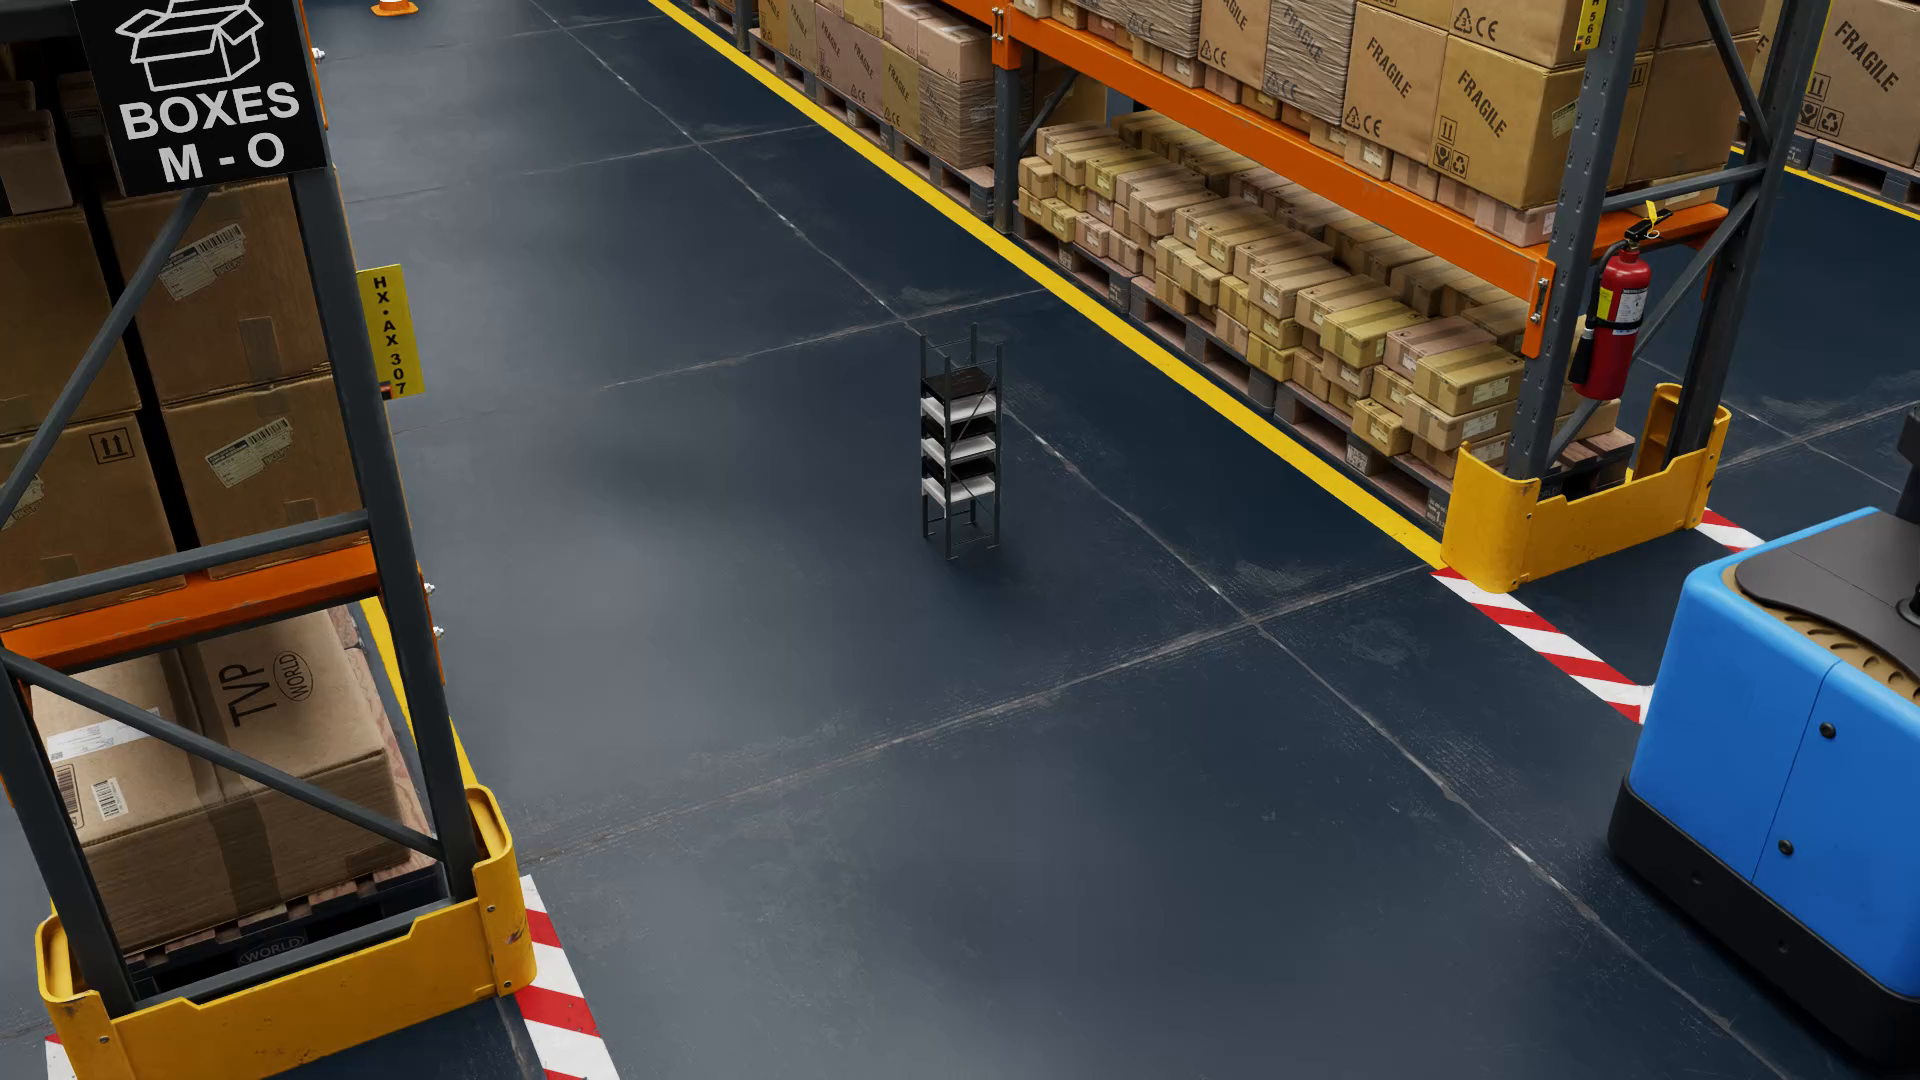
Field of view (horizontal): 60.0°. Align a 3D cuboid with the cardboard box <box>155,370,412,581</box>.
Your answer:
[{"bbox_3d":[-1.776,-0.285,4.321,0.500,0.500,0.500,-16,36,-23],"label":"cardboard box"}]

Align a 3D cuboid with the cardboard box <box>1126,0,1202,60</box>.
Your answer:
[{"bbox_3d":[1.109,-2.527,7.546,0.500,0.500,0.500,-17,36,-24],"label":"cardboard box"}]

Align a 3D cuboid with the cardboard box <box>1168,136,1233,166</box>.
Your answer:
[{"bbox_3d":[1.334,-2.037,8.851,0.380,0.149,0.250,-16,36,-24],"label":"cardboard box"}]

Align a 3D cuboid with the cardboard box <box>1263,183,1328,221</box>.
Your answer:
[{"bbox_3d":[1.730,-1.662,8.266,0.380,0.149,0.250,-17,36,-25],"label":"cardboard box"}]

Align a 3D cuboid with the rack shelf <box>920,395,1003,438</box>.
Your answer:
[{"bbox_3d":[0.004,-0.499,6.422,0.258,0.077,0.200,-16,36,-23],"label":"rack shelf"}]

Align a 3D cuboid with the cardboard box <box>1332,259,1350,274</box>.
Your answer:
[{"bbox_3d":[1.844,-1.262,7.917,0.380,0.149,0.250,-14,35,-21],"label":"cardboard box"}]

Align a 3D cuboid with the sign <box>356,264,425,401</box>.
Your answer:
[{"bbox_3d":[-1.312,-0.476,3.836,0.100,0.325,0.005,-16,36,-23],"label":"sign"}]

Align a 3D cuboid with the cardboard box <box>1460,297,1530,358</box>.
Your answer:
[{"bbox_3d":[2.347,-0.898,7.074,0.380,0.149,0.250,-15,36,-22],"label":"cardboard box"}]

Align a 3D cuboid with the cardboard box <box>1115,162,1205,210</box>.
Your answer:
[{"bbox_3d":[1.018,-1.781,8.451,0.380,0.149,0.250,-17,36,-24],"label":"cardboard box"}]

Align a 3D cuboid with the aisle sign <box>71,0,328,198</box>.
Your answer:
[{"bbox_3d":[-1.516,-1.075,3.237,0.394,0.787,0.004,-16,36,-23],"label":"aisle sign"}]

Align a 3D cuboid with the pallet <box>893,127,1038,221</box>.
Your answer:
[{"bbox_3d":[0.297,-2.341,10.208,1.003,0.211,1.213,-16,36,-23],"label":"pallet"}]

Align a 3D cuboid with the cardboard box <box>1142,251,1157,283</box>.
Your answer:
[{"bbox_3d":[1.151,-1.405,8.415,0.380,0.149,0.250,-17,37,-25],"label":"cardboard box"}]

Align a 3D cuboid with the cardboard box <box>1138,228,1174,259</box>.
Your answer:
[{"bbox_3d":[1.121,-1.520,8.319,0.380,0.149,0.250,-14,35,-21],"label":"cardboard box"}]

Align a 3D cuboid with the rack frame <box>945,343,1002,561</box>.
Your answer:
[{"bbox_3d":[0.051,-0.327,6.425,0.240,0.900,0.006,-16,36,-23],"label":"rack frame"}]

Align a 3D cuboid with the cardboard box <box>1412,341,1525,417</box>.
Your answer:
[{"bbox_3d":[2.055,-0.650,6.687,0.380,0.149,0.250,-15,36,-23],"label":"cardboard box"}]

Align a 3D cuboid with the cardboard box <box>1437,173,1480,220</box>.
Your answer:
[{"bbox_3d":[2.041,-1.341,6.296,0.380,0.149,0.250,-16,36,-23],"label":"cardboard box"}]

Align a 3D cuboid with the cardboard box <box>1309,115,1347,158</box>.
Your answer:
[{"bbox_3d":[1.675,-1.706,6.866,0.380,0.149,0.250,-18,37,-25],"label":"cardboard box"}]

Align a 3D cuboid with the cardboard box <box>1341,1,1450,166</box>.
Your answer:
[{"bbox_3d":[1.853,-1.799,6.409,0.500,0.500,0.500,-16,36,-24],"label":"cardboard box"}]

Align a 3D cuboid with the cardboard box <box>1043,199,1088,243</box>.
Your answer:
[{"bbox_3d":[0.671,-1.738,8.936,0.380,0.149,0.250,-15,35,-22],"label":"cardboard box"}]

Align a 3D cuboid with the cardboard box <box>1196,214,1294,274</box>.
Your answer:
[{"bbox_3d":[1.344,-1.402,7.859,0.380,0.149,0.250,-16,36,-23],"label":"cardboard box"}]

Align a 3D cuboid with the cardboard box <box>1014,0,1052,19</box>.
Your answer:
[{"bbox_3d":[0.504,-2.820,8.604,0.380,0.149,0.250,-15,35,-21],"label":"cardboard box"}]

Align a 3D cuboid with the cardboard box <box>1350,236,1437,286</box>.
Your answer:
[{"bbox_3d":[2.033,-1.283,7.674,0.380,0.149,0.250,-14,35,-21],"label":"cardboard box"}]

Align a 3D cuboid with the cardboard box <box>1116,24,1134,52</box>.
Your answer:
[{"bbox_3d":[0.982,-2.471,8.058,0.380,0.149,0.250,-18,37,-25],"label":"cardboard box"}]

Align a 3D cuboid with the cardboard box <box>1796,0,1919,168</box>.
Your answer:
[{"bbox_3d":[5.753,-2.860,10.014,0.875,0.875,0.875,-16,36,-23],"label":"cardboard box"}]

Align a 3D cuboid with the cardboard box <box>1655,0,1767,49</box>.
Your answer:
[{"bbox_3d":[2.552,-2.104,5.958,0.500,0.500,0.500,-16,36,-23],"label":"cardboard box"}]

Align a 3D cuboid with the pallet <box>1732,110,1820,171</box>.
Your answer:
[{"bbox_3d":[5.381,-2.786,10.903,1.003,0.211,1.213,-16,36,-23],"label":"pallet"}]

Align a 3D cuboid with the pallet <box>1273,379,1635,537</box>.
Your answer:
[{"bbox_3d":[2.143,-0.493,7.324,1.003,0.211,1.213,-16,36,-23],"label":"pallet"}]

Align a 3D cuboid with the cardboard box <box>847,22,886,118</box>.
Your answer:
[{"bbox_3d":[-0.381,-3.048,10.656,0.500,0.500,0.500,-17,36,-24],"label":"cardboard box"}]

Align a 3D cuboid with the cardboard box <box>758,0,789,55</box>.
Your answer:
[{"bbox_3d":[-1.100,-3.775,11.790,0.500,0.500,0.500,-17,37,-25],"label":"cardboard box"}]

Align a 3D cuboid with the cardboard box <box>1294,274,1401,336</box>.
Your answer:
[{"bbox_3d":[1.691,-1.016,7.257,0.380,0.149,0.250,-17,37,-25],"label":"cardboard box"}]

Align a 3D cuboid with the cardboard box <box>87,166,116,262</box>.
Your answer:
[{"bbox_3d":[-2.025,-0.950,4.433,0.500,0.500,0.500,-17,36,-24],"label":"cardboard box"}]

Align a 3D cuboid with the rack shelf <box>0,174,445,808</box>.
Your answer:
[{"bbox_3d":[-2.738,-0.593,5.562,1.077,0.370,4.000,-16,36,-23],"label":"rack shelf"}]

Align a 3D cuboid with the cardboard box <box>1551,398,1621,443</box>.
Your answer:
[{"bbox_3d":[2.565,-0.542,7.068,0.380,0.149,0.250,-15,36,-22],"label":"cardboard box"}]

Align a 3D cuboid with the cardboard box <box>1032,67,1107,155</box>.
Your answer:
[{"bbox_3d":[0.551,-2.687,10.092,0.500,0.500,0.500,-14,35,-21],"label":"cardboard box"}]

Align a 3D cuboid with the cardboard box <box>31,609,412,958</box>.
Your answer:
[{"bbox_3d":[-2.202,0.671,4.908,0.875,0.438,0.875,-17,36,-25],"label":"cardboard box"}]

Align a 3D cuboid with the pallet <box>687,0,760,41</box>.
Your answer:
[{"bbox_3d":[-1.505,-4.273,13.225,1.003,0.211,1.213,-16,36,-23],"label":"pallet"}]

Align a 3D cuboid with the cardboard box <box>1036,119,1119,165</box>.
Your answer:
[{"bbox_3d":[0.638,-2.154,9.033,0.380,0.149,0.250,-14,35,-21],"label":"cardboard box"}]

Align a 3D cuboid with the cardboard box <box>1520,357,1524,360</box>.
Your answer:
[{"bbox_3d":[2.431,-0.796,7.189,0.380,0.149,0.250,-16,36,-23],"label":"cardboard box"}]

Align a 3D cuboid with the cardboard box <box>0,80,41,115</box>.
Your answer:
[{"bbox_3d":[-2.290,-0.914,3.775,0.380,0.149,0.250,-15,36,-22],"label":"cardboard box"}]

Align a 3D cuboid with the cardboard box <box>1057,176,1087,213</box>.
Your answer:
[{"bbox_3d":[0.744,-1.894,8.903,0.380,0.149,0.250,-16,36,-23],"label":"cardboard box"}]

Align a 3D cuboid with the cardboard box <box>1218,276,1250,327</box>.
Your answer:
[{"bbox_3d":[1.428,-1.135,7.718,0.380,0.149,0.250,-14,35,-21],"label":"cardboard box"}]

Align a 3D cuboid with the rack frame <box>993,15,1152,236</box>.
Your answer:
[{"bbox_3d":[0.661,-3.144,8.876,1.000,3.000,0.127,-16,36,-23],"label":"rack frame"}]

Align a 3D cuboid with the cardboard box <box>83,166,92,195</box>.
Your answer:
[{"bbox_3d":[-3.453,-1.361,6.002,0.500,0.500,0.500,-16,36,-23],"label":"cardboard box"}]

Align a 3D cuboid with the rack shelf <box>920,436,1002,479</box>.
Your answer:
[{"bbox_3d":[0.004,-0.347,6.519,0.258,0.077,0.200,-16,36,-23],"label":"rack shelf"}]

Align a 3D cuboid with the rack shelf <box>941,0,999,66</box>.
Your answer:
[{"bbox_3d":[-0.272,-3.795,10.560,1.077,0.370,4.000,-16,36,-23],"label":"rack shelf"}]

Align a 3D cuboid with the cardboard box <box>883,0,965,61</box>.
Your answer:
[{"bbox_3d":[-0.138,-3.124,10.078,0.500,0.250,0.500,-14,35,-21],"label":"cardboard box"}]

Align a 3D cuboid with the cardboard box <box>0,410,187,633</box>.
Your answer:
[{"bbox_3d":[-2.265,-0.147,4.106,0.500,0.500,0.500,-16,36,-23],"label":"cardboard box"}]

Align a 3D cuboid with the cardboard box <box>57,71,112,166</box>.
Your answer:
[{"bbox_3d":[-1.912,-1.024,3.947,0.380,0.149,0.250,-15,36,-22],"label":"cardboard box"}]

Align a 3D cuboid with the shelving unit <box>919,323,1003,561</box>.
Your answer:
[{"bbox_3d":[0.004,-0.375,6.501,0.258,0.900,0.210,-16,36,-23],"label":"shelving unit"}]

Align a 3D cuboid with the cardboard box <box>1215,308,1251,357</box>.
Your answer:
[{"bbox_3d":[1.429,-1.011,7.801,0.380,0.149,0.250,-15,36,-22],"label":"cardboard box"}]

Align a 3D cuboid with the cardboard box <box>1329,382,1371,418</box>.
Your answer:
[{"bbox_3d":[1.840,-0.655,7.245,0.380,0.149,0.250,-16,36,-23],"label":"cardboard box"}]

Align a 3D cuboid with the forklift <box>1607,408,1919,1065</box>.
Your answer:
[{"bbox_3d":[3.554,-0.382,4.629,3.031,2.935,1.130,-16,36,-23],"label":"forklift"}]

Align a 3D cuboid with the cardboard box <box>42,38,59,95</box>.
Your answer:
[{"bbox_3d":[-3.204,-1.535,5.346,0.500,0.500,0.500,-15,36,-22],"label":"cardboard box"}]

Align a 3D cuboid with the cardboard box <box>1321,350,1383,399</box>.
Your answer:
[{"bbox_3d":[1.784,-0.764,7.140,0.380,0.149,0.250,-17,37,-25],"label":"cardboard box"}]

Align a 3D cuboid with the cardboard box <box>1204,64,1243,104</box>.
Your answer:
[{"bbox_3d":[1.327,-2.088,7.461,0.380,0.149,0.250,-14,35,-21],"label":"cardboard box"}]

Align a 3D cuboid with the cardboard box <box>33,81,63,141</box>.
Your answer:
[{"bbox_3d":[-2.511,-0.817,4.225,0.500,0.500,0.500,-16,36,-23],"label":"cardboard box"}]
